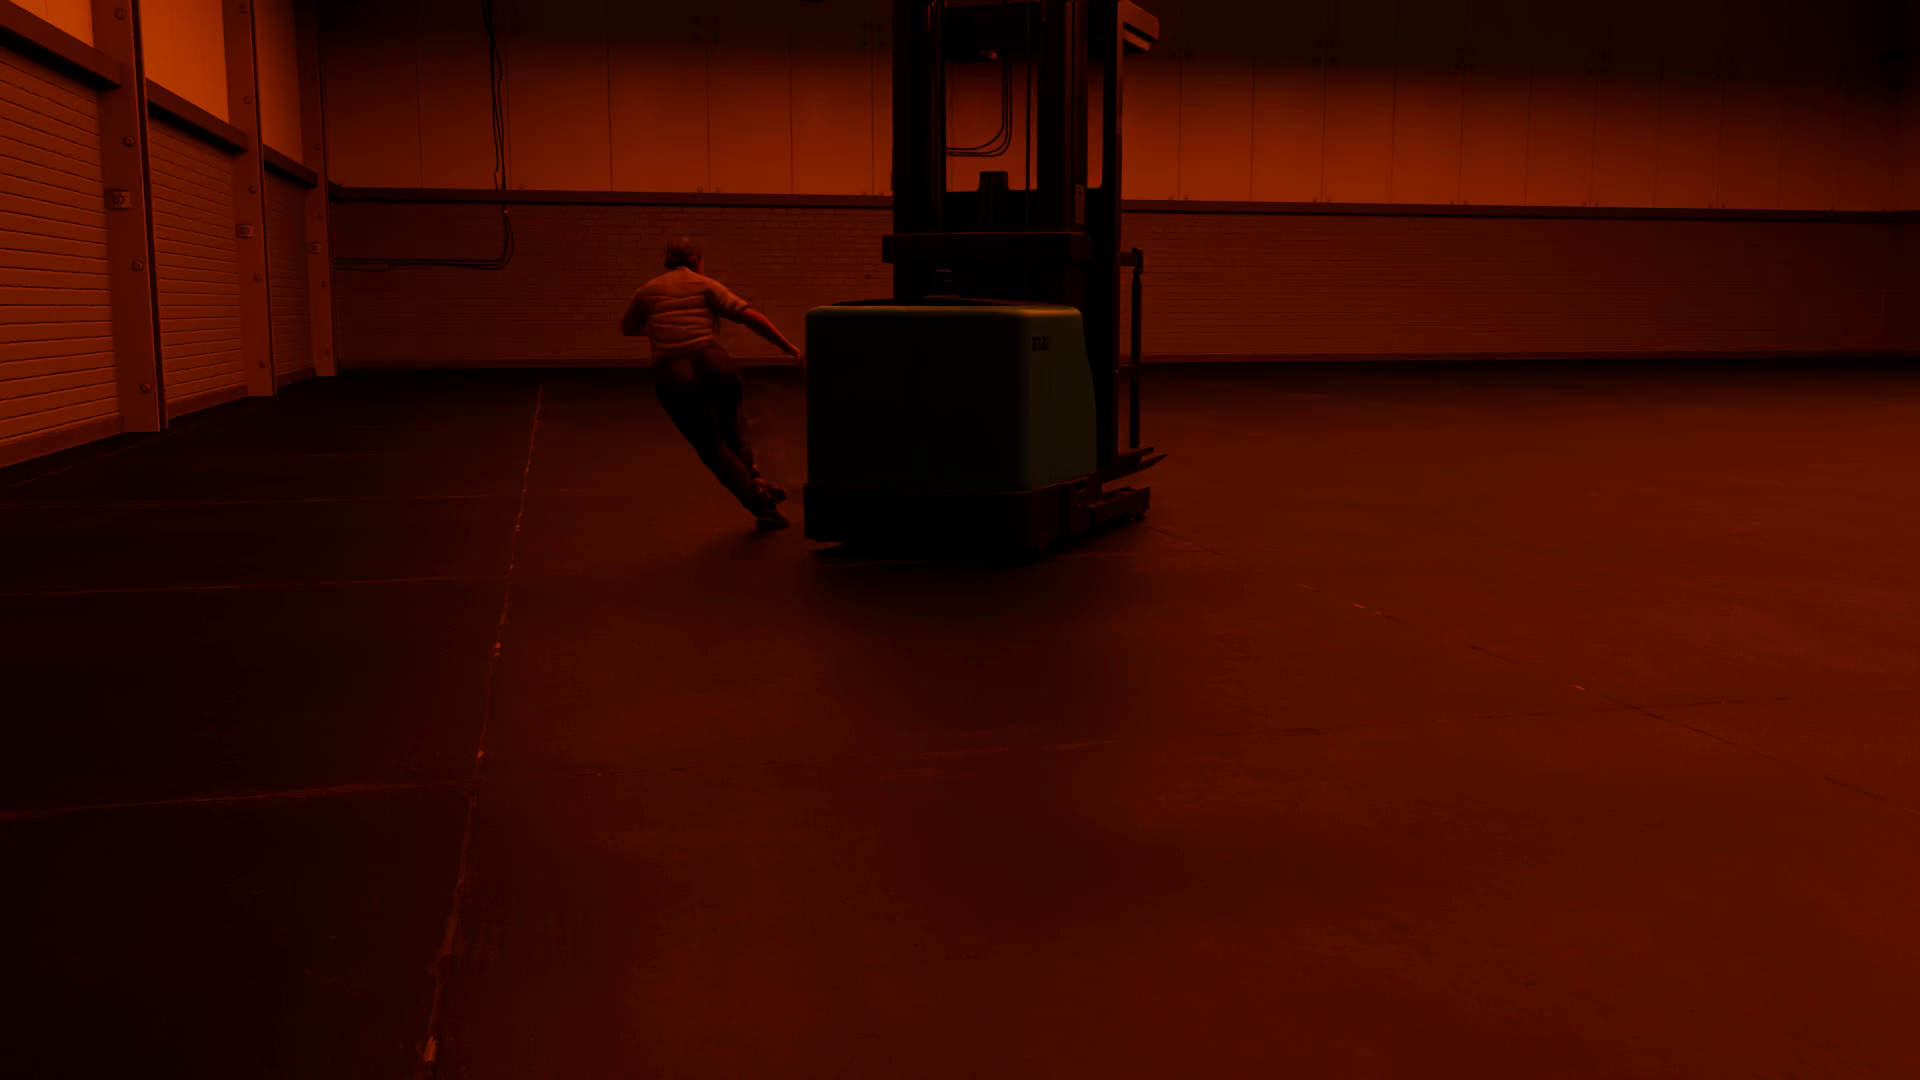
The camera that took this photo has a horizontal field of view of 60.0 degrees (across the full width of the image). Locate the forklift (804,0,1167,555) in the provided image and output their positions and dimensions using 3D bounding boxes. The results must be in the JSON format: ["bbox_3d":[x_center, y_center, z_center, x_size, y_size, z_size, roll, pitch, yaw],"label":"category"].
[{"bbox_3d":[0.332,-1.555,8.240,1.130,2.935,3.031,3,9,21],"label":"forklift"}]

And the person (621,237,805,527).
[{"bbox_3d":[-1.229,-0.779,8.262,0.913,1.414,0.854,-1,8,-7],"label":"person"}]
